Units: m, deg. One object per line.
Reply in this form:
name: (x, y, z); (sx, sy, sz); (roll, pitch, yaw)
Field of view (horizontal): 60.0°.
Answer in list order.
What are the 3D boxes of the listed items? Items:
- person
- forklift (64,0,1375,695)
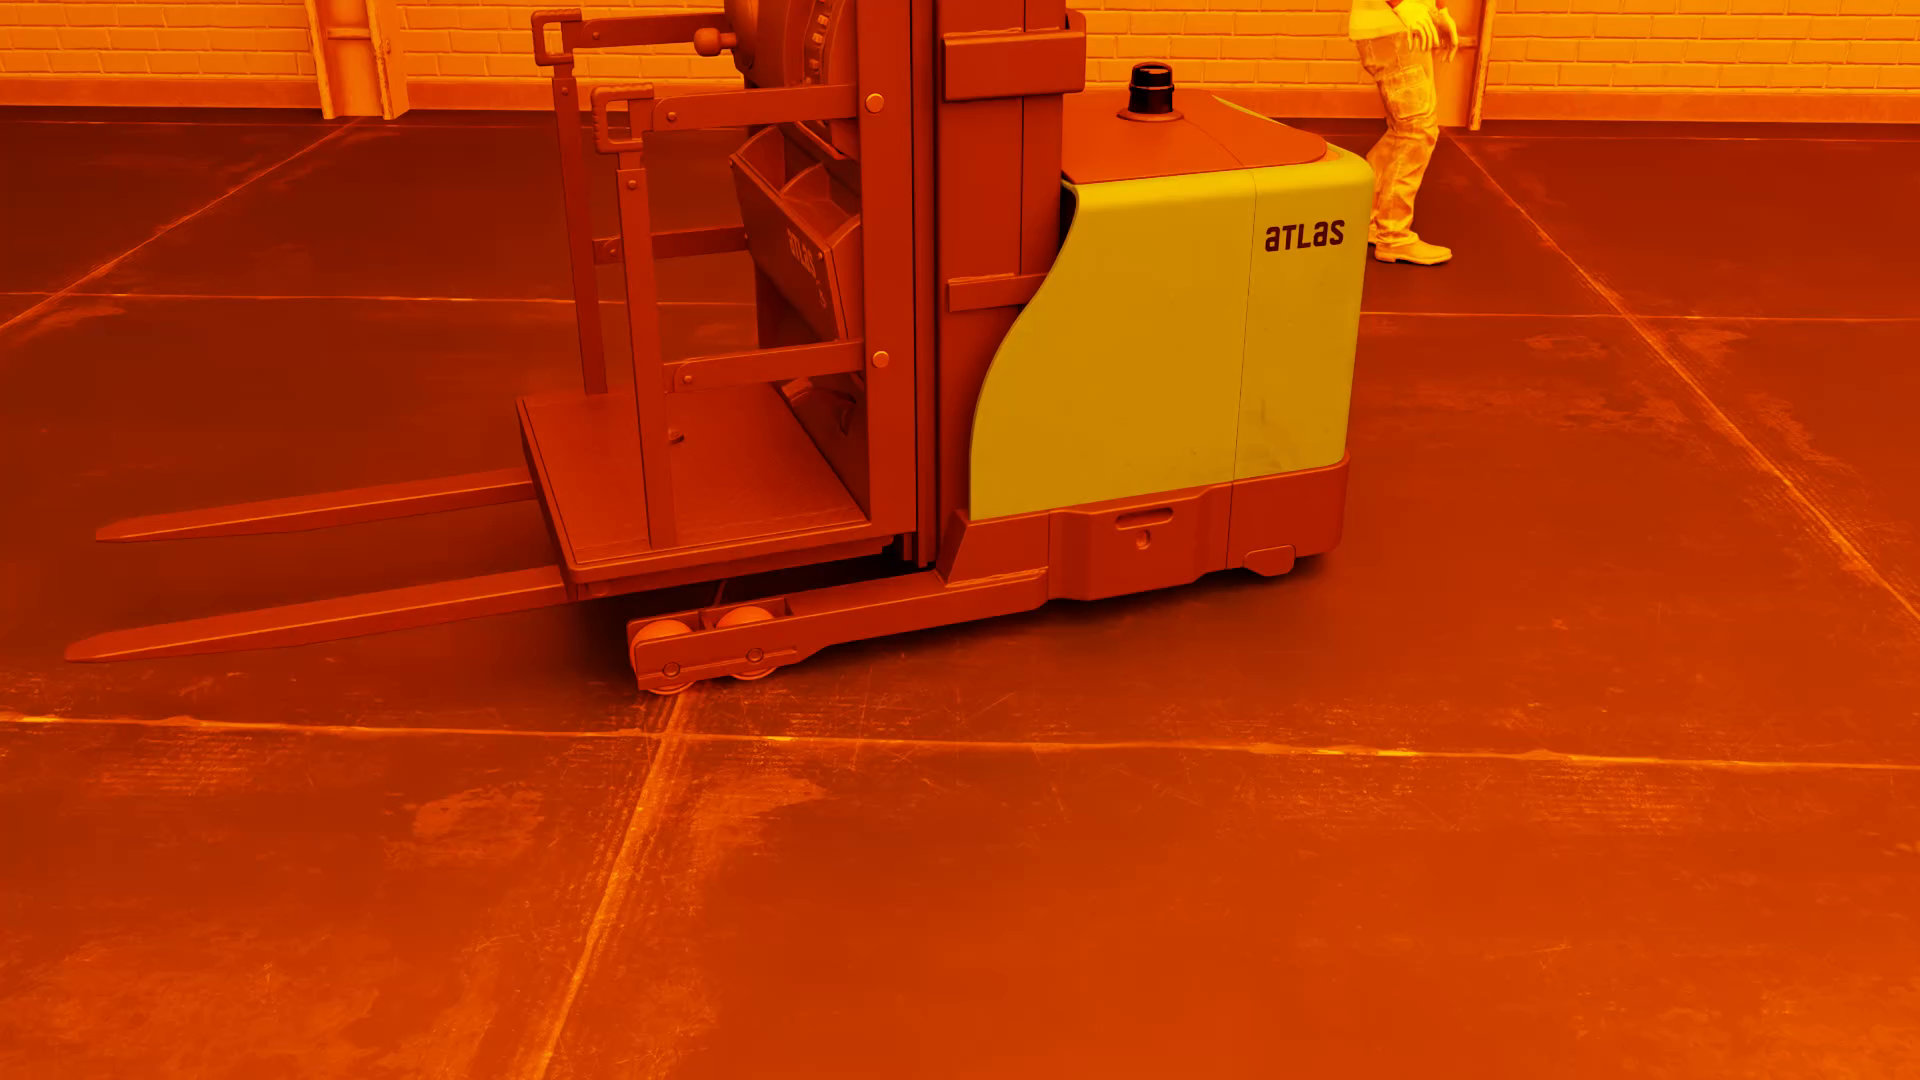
person: (1.828, -2.014, 6.630); (0.518, 1.748, 0.779); (10, 28, 20)
forklift: (-0.573, -1.224, 3.691); (3.031, 2.935, 1.130); (-9, 28, -17)
